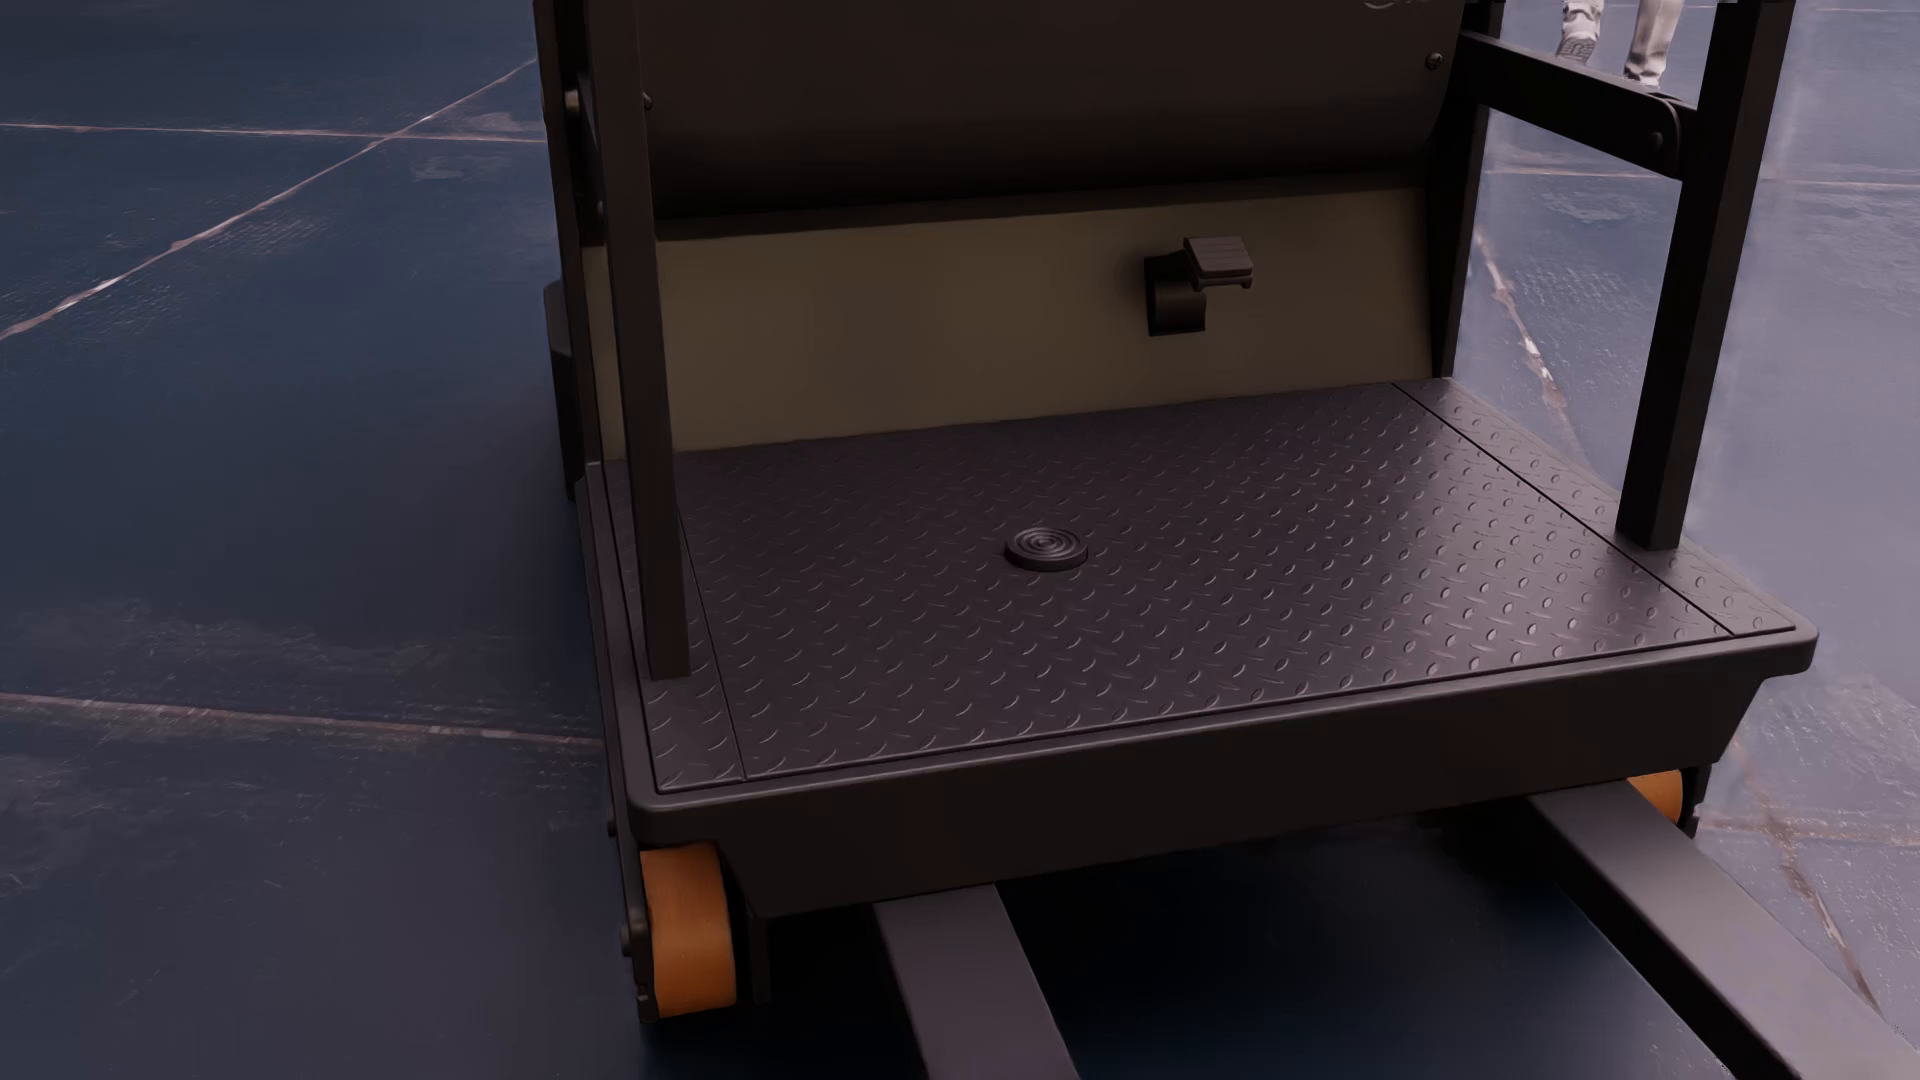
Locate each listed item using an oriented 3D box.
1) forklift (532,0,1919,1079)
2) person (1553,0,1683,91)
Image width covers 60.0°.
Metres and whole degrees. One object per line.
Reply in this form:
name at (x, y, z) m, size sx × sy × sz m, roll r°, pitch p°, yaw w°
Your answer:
forklift at (0.153, -1.049, 1.319) m, size 1.130 × 2.935 × 3.031 m, roll -7°, pitch 27°, yaw -13°
person at (2.102, -2.151, 4.967) m, size 0.624 × 1.652 × 0.431 m, roll 10°, pitch 28°, yaw 18°
